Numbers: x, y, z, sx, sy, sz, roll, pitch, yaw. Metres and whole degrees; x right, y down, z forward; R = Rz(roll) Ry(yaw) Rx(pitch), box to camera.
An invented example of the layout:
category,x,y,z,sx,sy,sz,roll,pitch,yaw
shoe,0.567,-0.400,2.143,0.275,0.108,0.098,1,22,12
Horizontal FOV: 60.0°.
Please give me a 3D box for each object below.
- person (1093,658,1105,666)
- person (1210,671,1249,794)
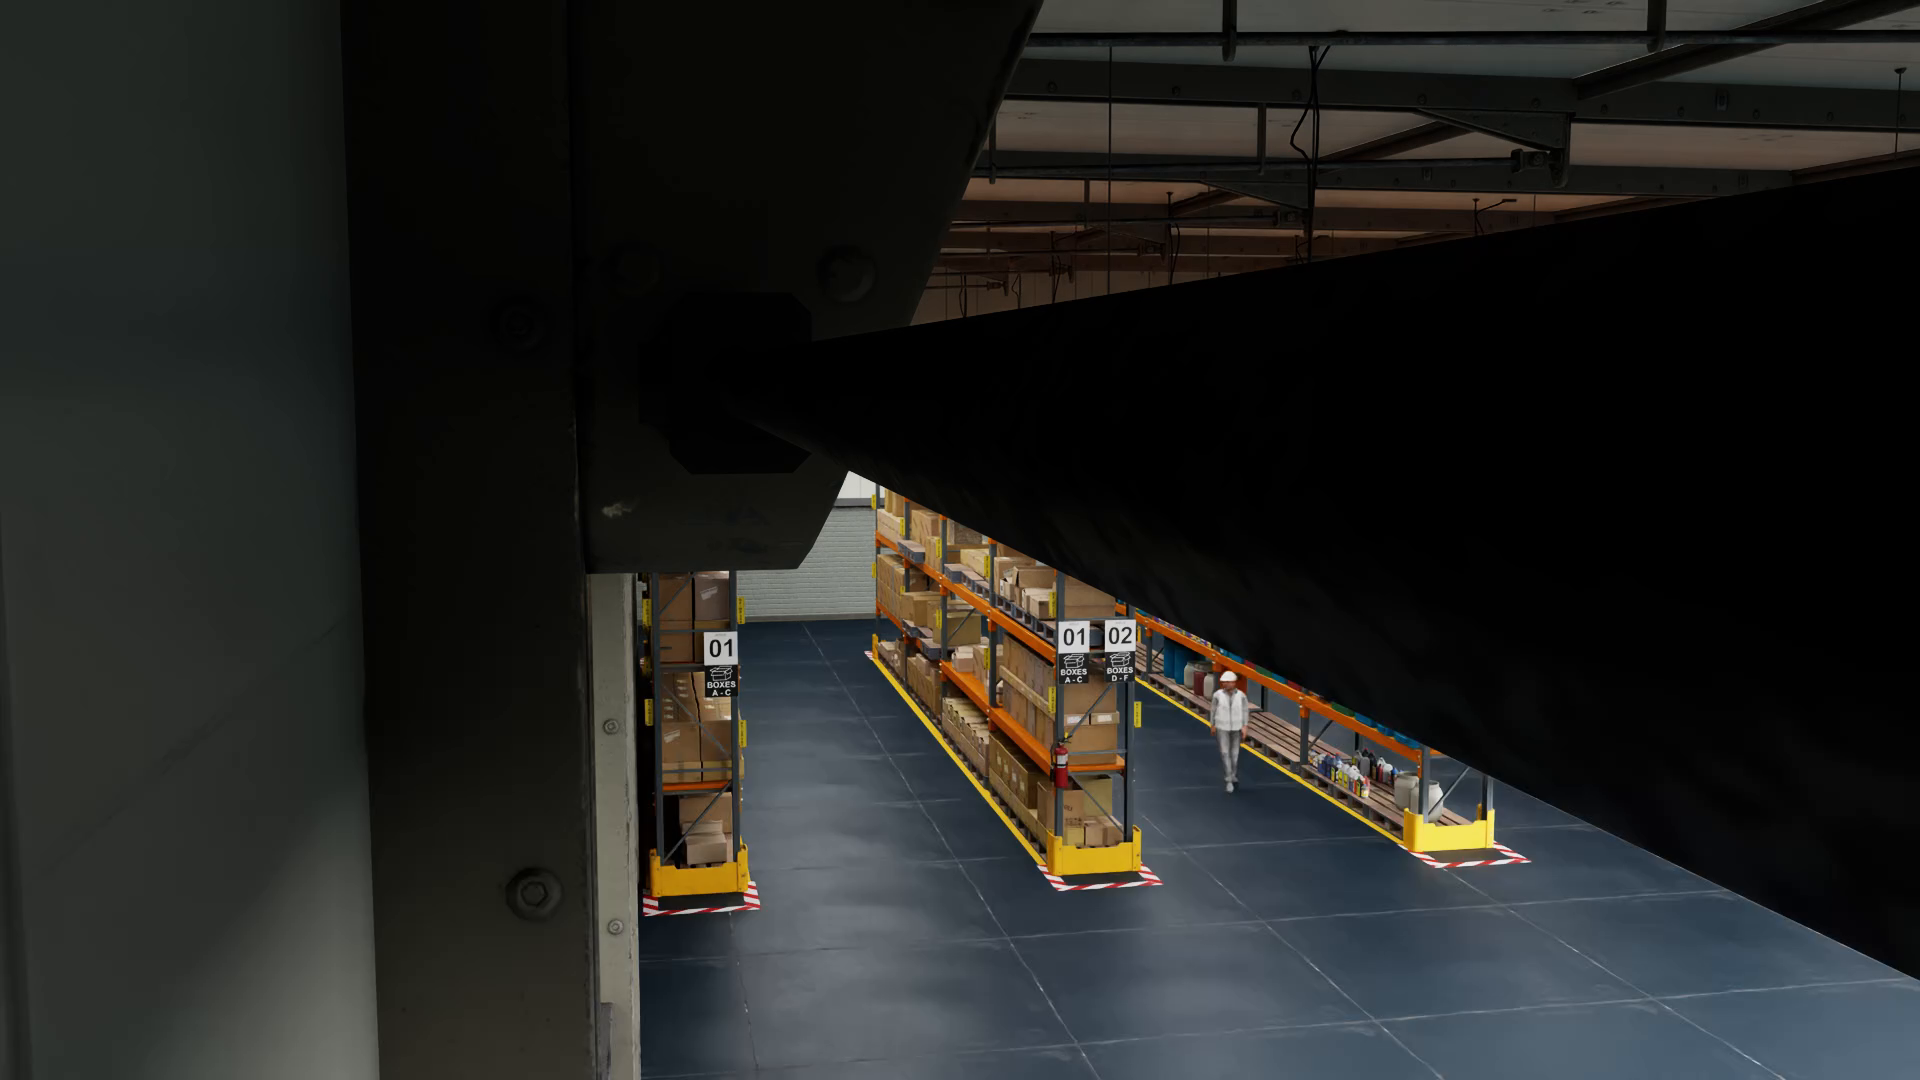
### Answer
category,x,y,z,sx,sy,sz,roll,pitch,yaw
person,2.661,2.248,31.831,0.464,1.603,1.064,-1,6,-10
person,4.100,2.873,25.194,0.565,1.777,0.814,0,6,0
